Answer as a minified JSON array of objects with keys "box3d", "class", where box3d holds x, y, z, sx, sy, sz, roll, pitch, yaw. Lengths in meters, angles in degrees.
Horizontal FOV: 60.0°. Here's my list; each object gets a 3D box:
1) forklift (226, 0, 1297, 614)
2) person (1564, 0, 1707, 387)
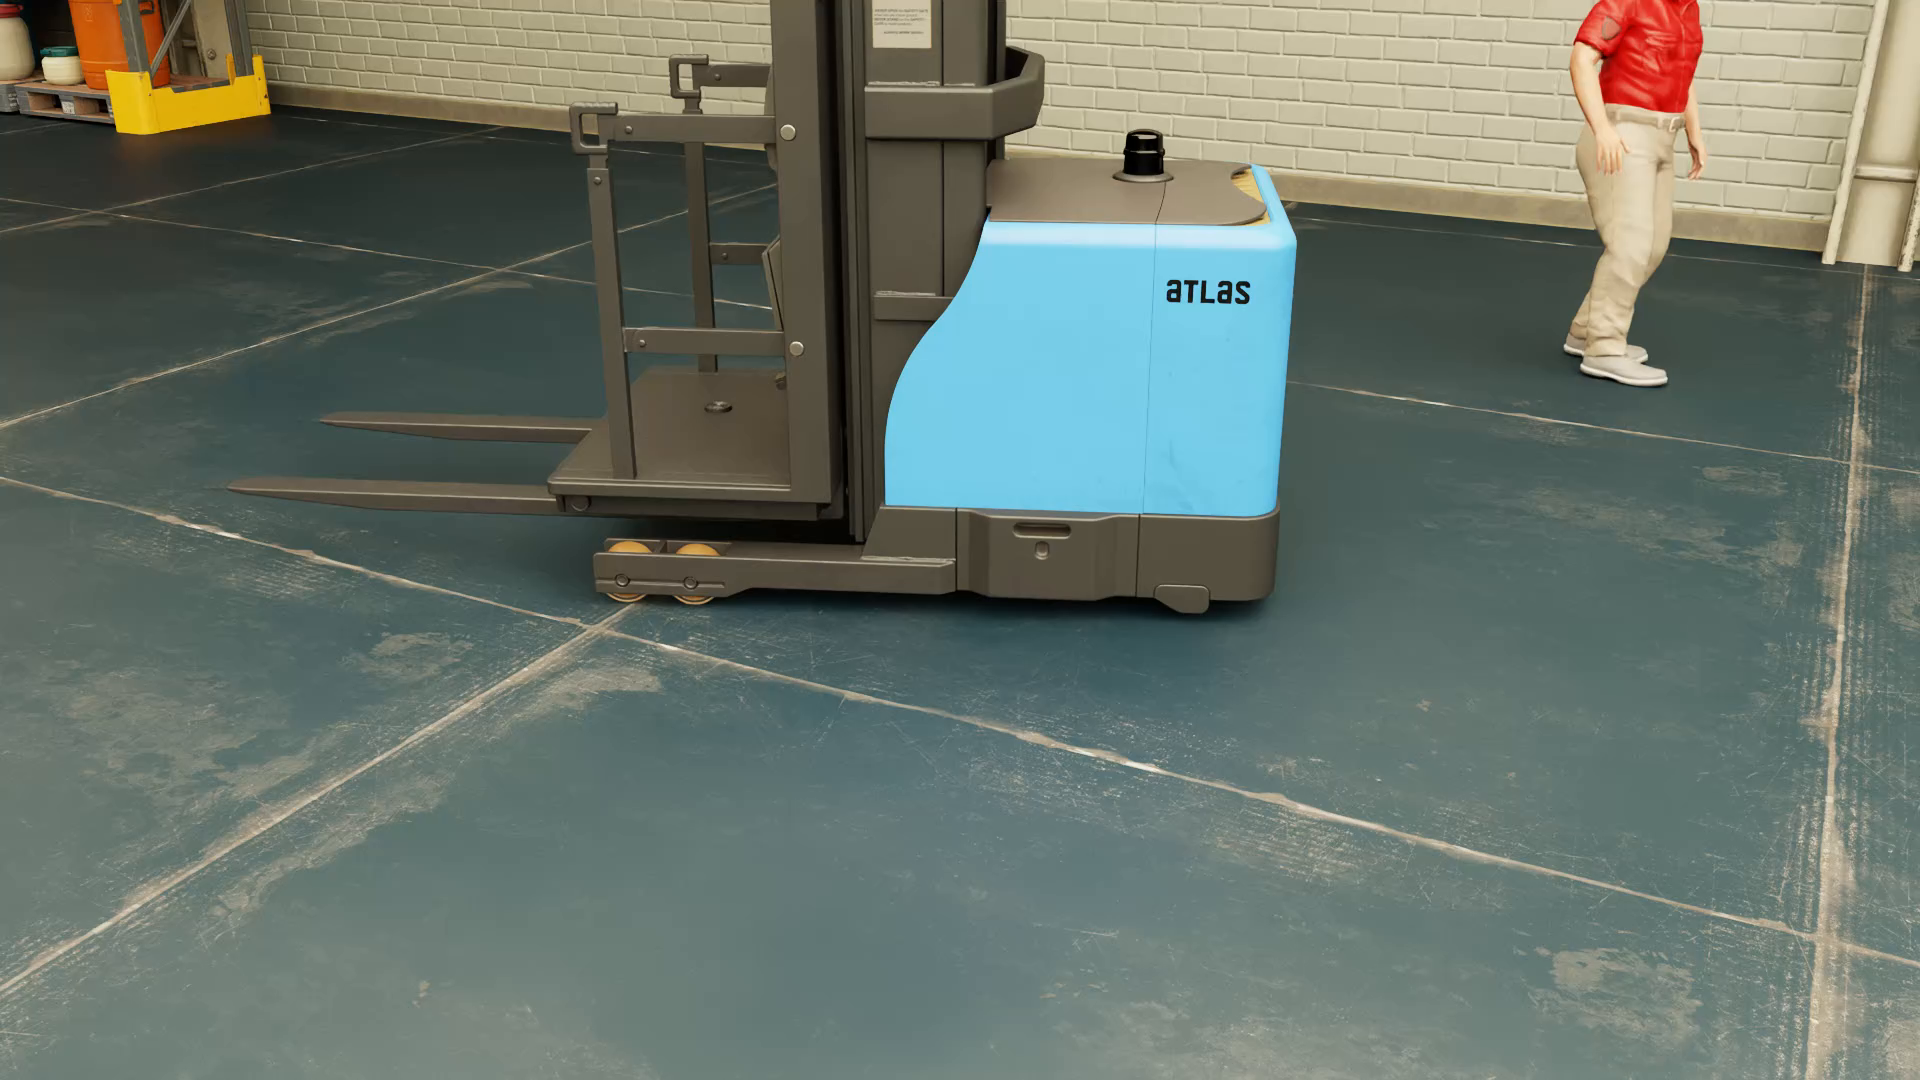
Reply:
[{"box3d":[-0.606,-1.371,4.546,3.031,2.935,1.130,2,23,5],"class":"forklift"},{"box3d":[2.673,-1.491,6.400,0.748,1.709,0.511,-21,31,-41],"class":"person"}]
